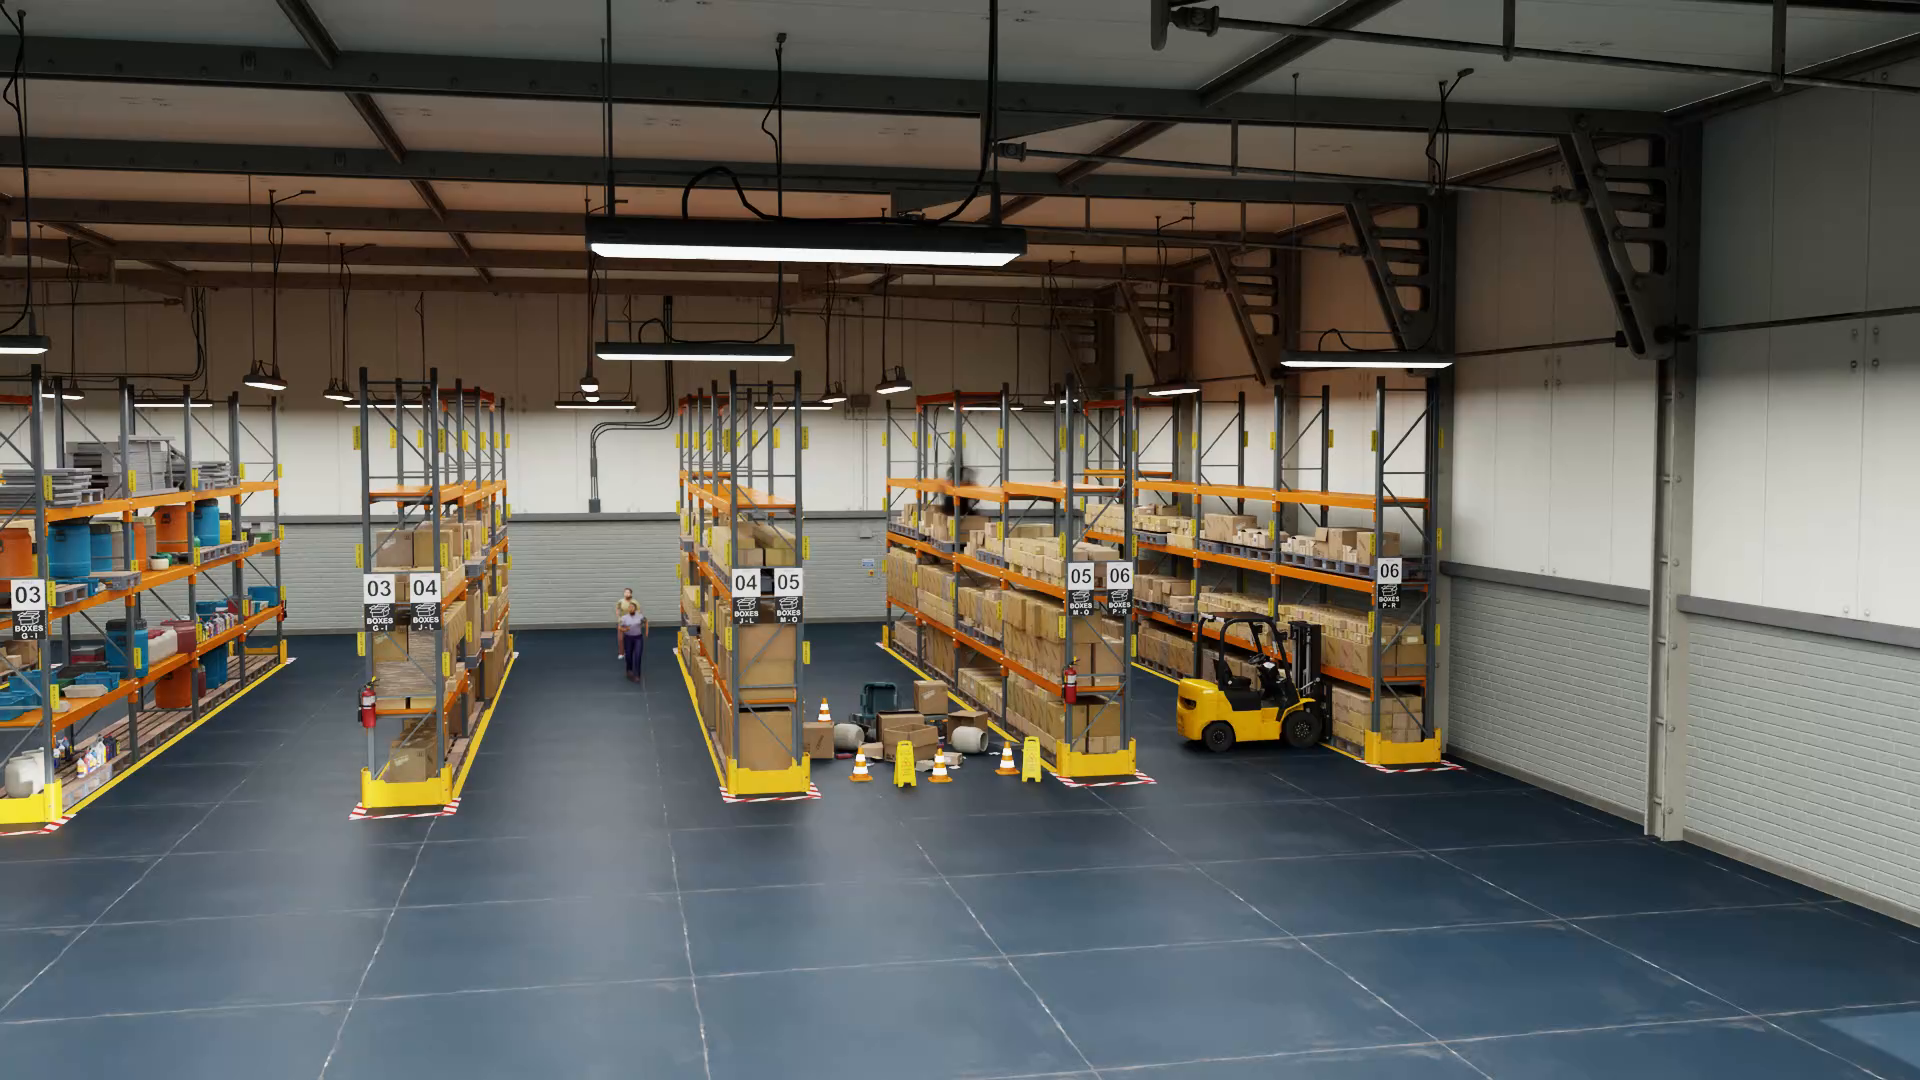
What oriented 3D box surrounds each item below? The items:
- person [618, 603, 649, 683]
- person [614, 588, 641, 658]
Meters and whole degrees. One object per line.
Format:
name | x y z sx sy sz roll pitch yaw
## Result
person | -6.780 2.114 34.512 0.613 1.578 1.037 -1 3 -9
person | -7.676 1.915 38.285 0.596 1.621 0.554 0 3 2
